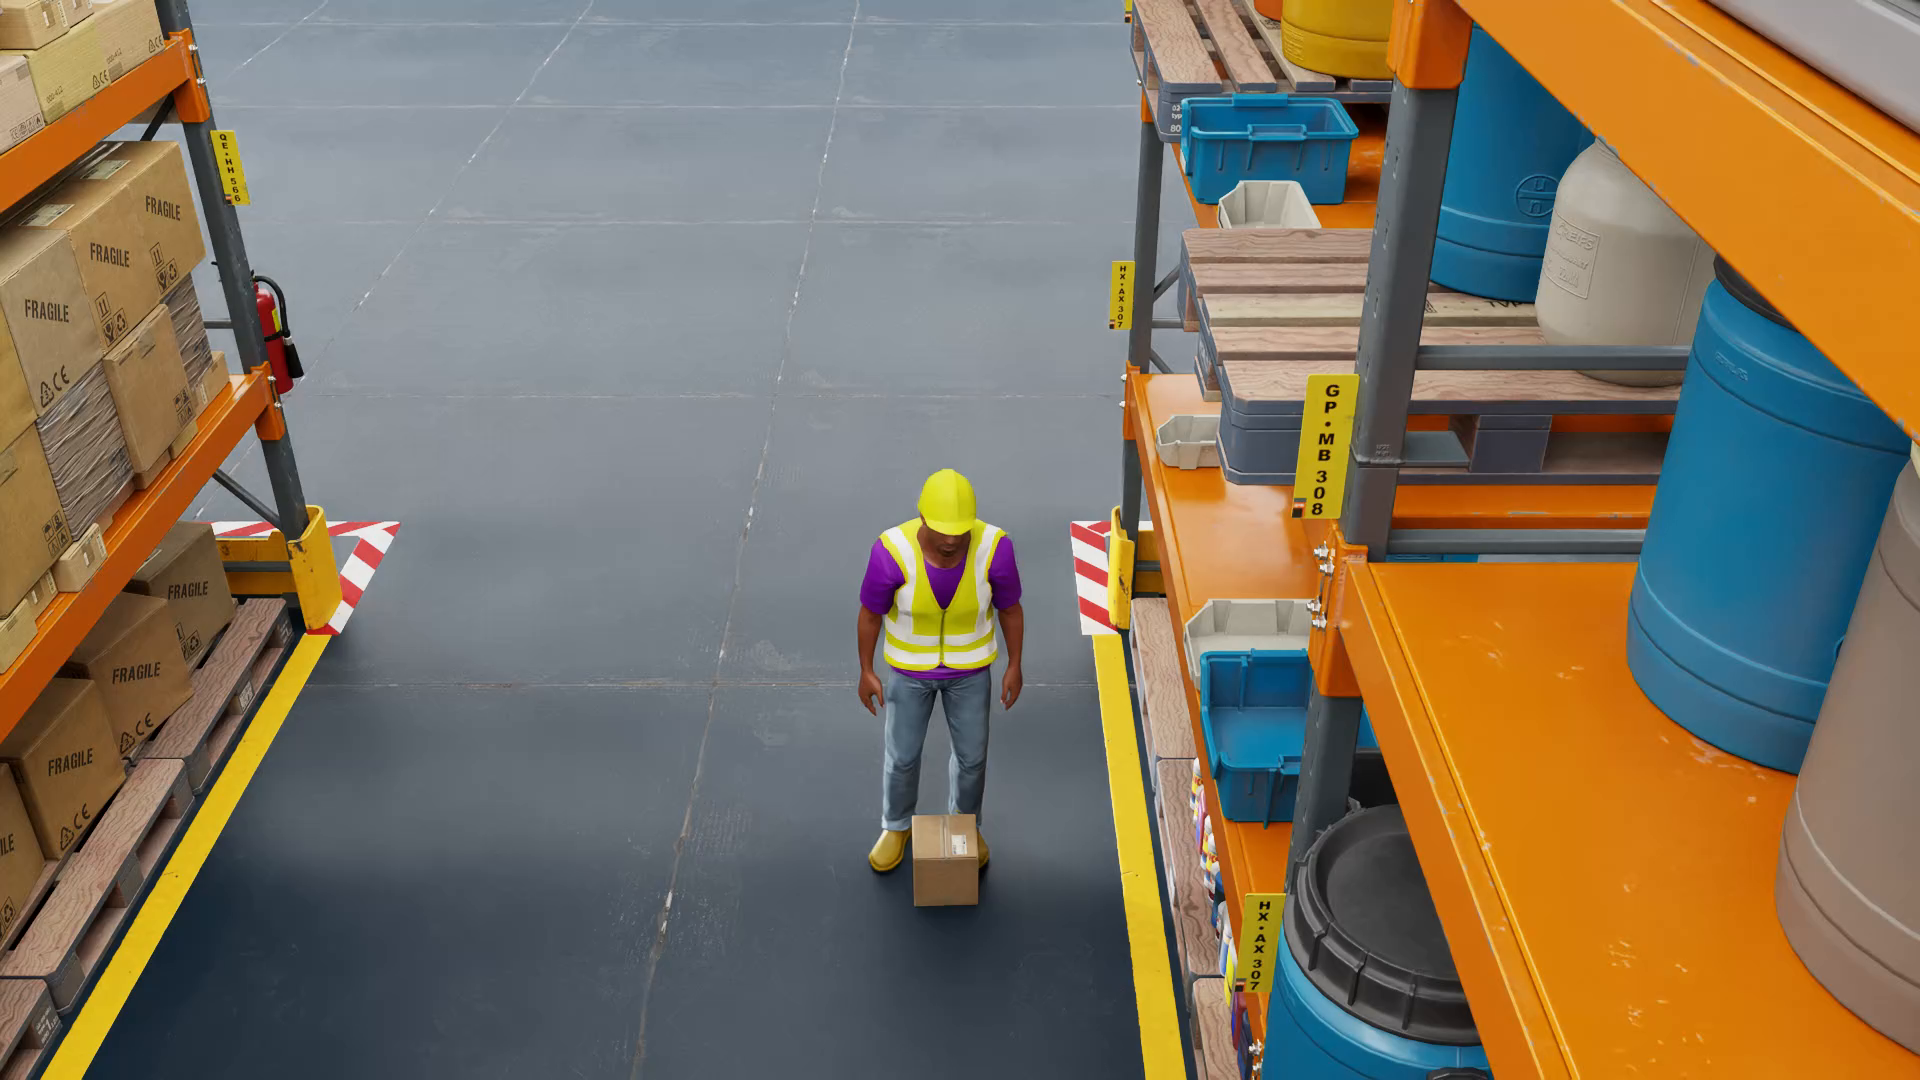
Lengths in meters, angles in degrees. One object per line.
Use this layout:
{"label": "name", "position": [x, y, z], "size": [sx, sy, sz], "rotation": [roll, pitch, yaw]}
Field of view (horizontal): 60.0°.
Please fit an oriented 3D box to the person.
{"label": "person", "position": [-0.072, 0.491, 6.311], "size": [0.634, 1.760, 0.460], "rotation": [-2, 31, -3]}
